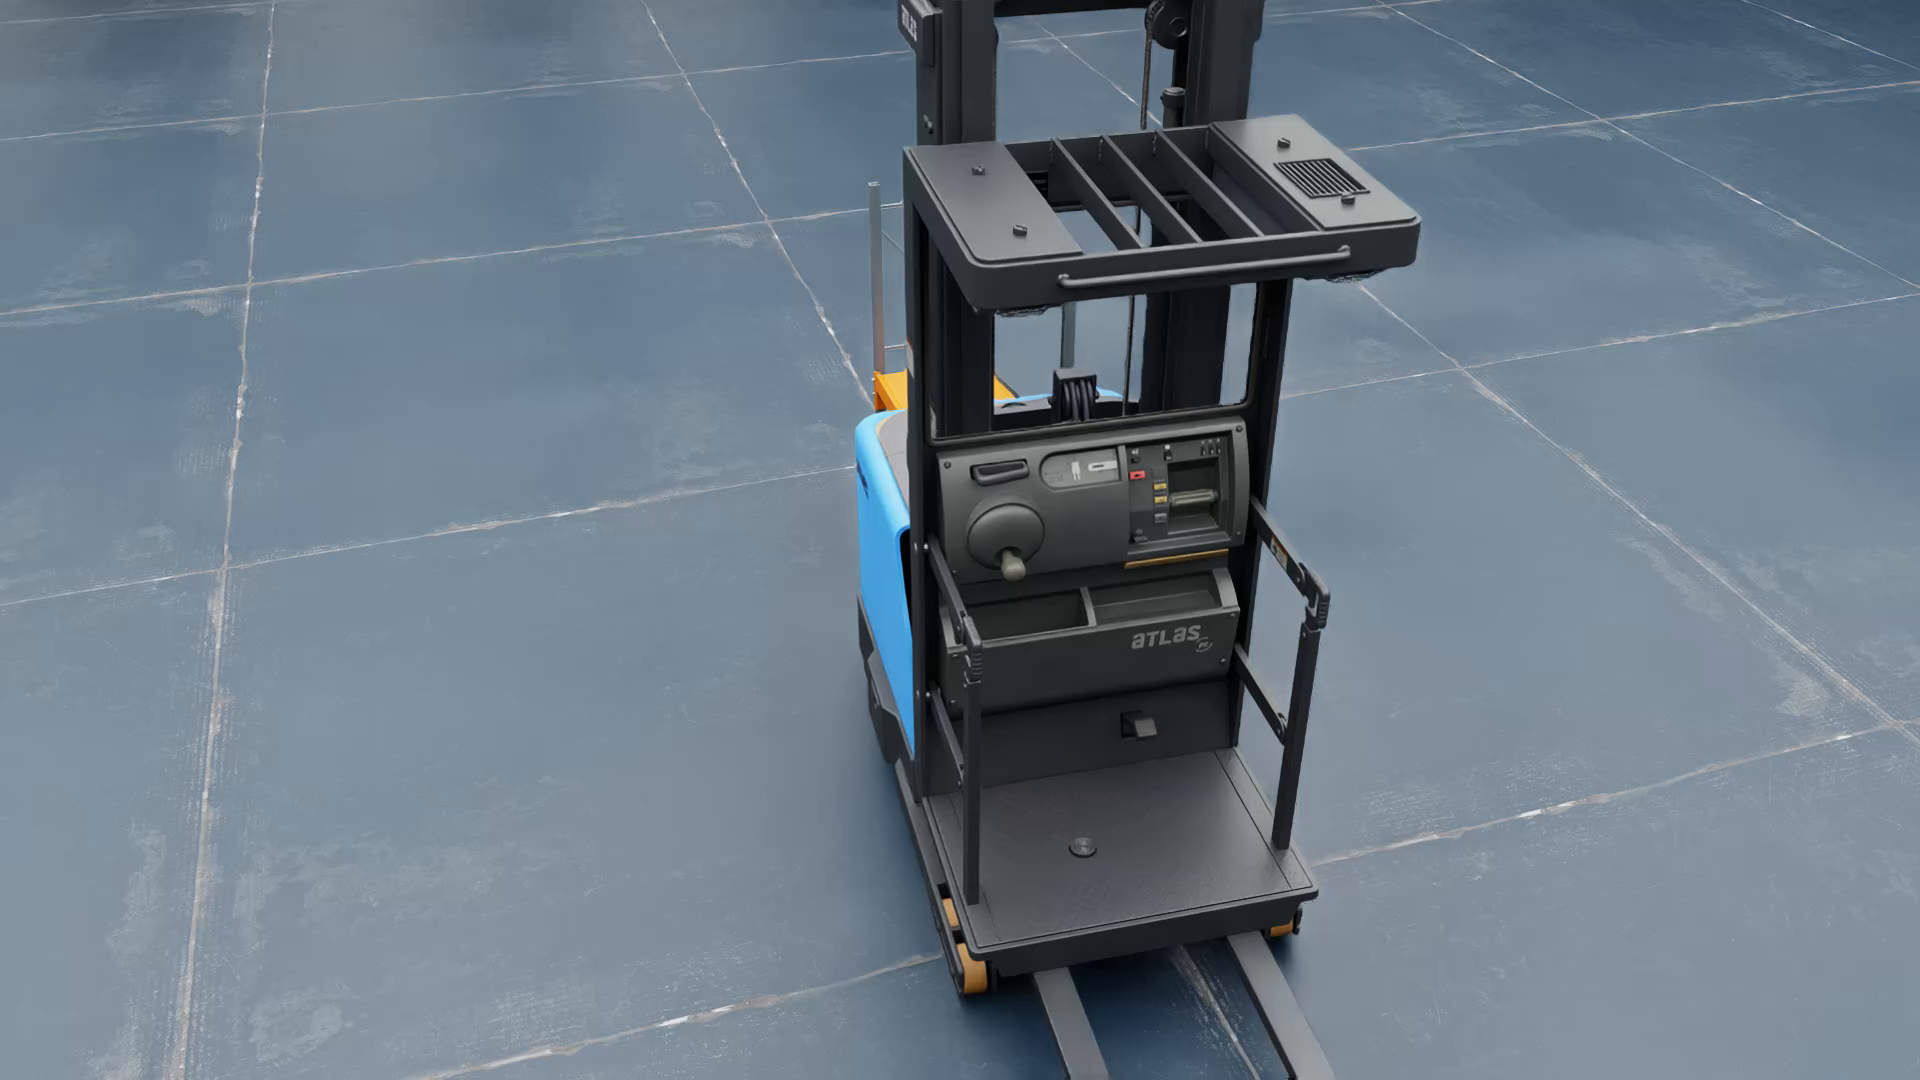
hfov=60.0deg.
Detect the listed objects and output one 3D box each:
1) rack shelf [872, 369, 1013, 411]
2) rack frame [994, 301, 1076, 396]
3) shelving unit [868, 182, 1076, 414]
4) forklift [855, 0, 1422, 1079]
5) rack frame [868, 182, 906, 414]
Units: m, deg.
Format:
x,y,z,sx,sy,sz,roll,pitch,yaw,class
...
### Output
x,y,z,sx,sy,sz,roll,pitch,yaw,class
0.026,-0.431,6.868,0.538,0.185,1.000,-10,35,-15,rack shelf
0.181,-0.314,6.365,0.500,1.500,0.032,-10,35,-15,rack frame
0.023,-0.586,6.776,0.587,1.500,1.083,-10,35,-15,shelving unit
0.450,-0.056,4.676,1.130,2.935,3.031,-8,34,-11,forklift
-0.129,-0.848,7.173,0.500,1.500,0.032,-10,35,-15,rack frame
